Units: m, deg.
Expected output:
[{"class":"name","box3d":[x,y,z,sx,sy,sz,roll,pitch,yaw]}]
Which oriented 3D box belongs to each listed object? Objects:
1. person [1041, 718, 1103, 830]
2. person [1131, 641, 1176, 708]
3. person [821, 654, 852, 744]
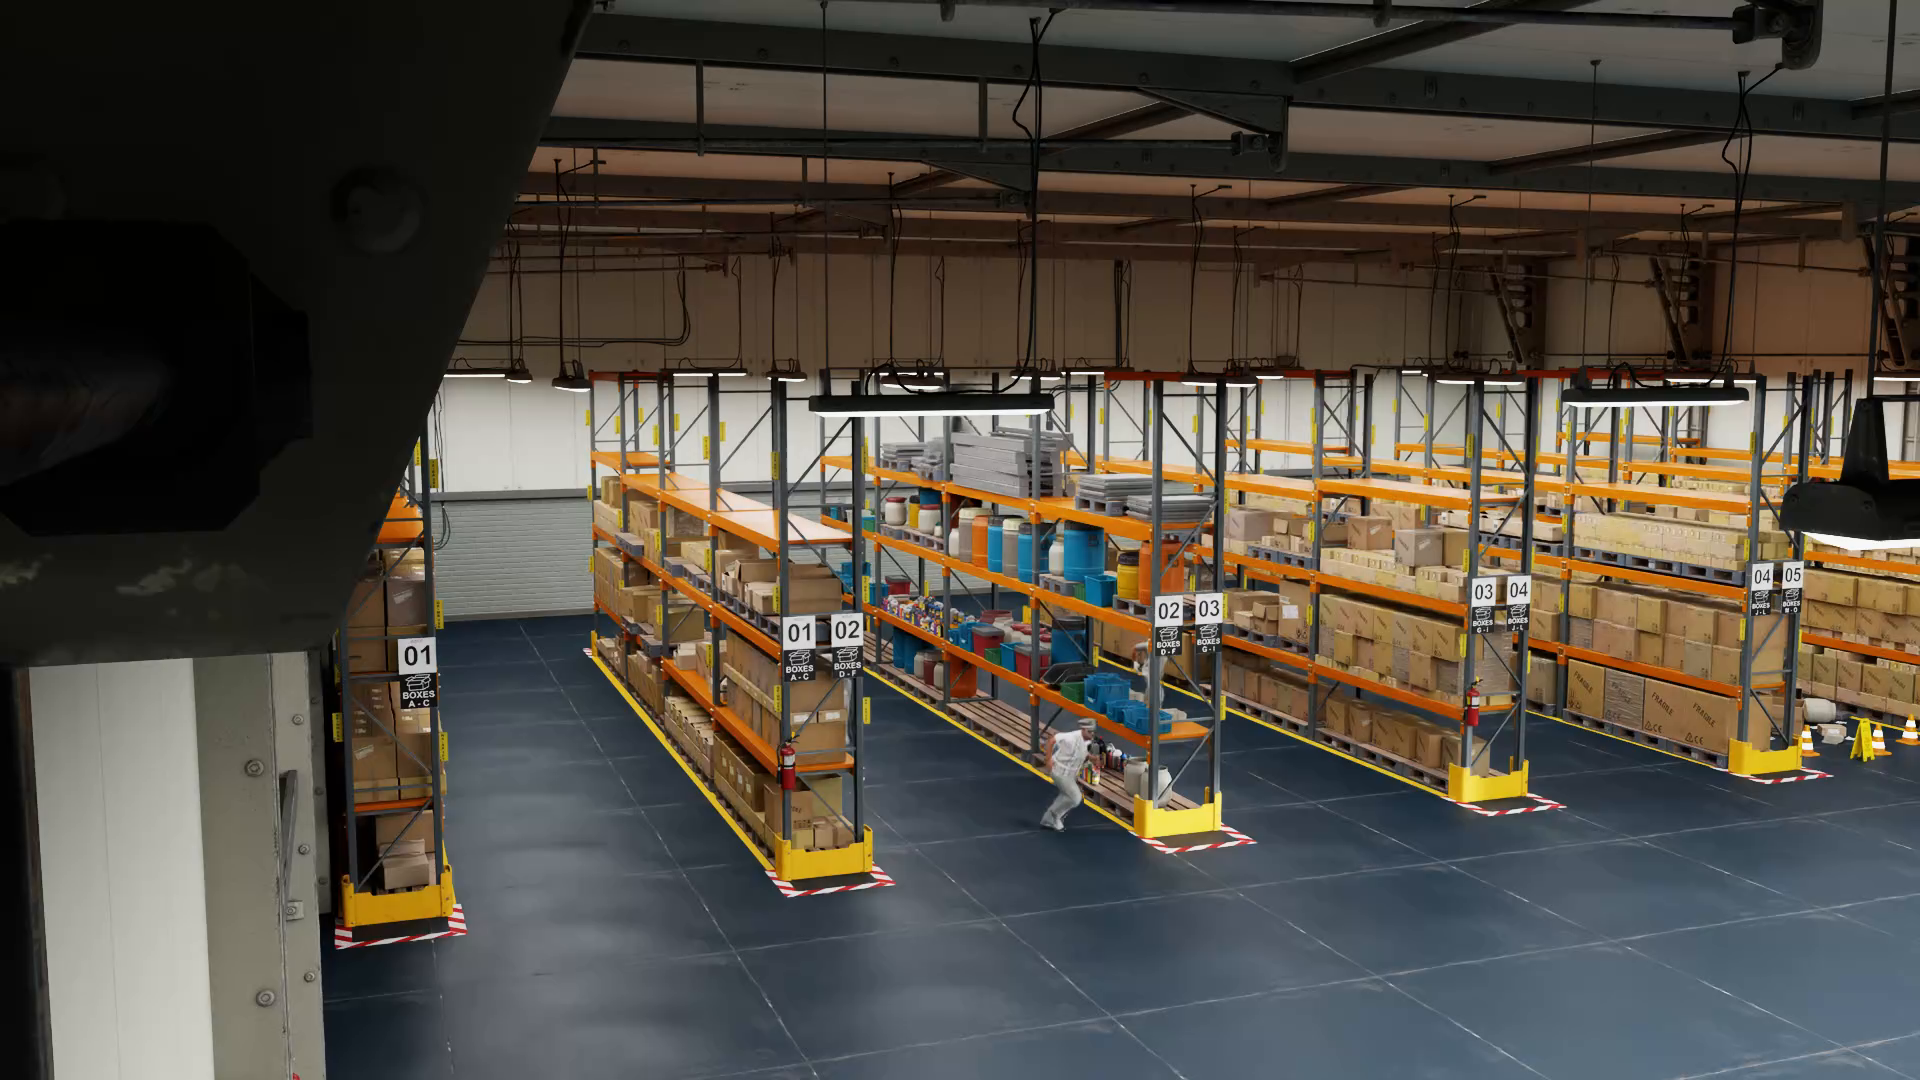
[{"class":"person","box3d":[1.430,3.098,21.926,0.941,1.572,0.698,5,8,37]},{"class":"person","box3d":[3.245,2.330,28.092,0.646,1.764,0.952,-5,8,-35]},{"class":"person","box3d":[-1.980,2.428,27.338,0.728,1.794,0.878,-5,8,-36]}]
